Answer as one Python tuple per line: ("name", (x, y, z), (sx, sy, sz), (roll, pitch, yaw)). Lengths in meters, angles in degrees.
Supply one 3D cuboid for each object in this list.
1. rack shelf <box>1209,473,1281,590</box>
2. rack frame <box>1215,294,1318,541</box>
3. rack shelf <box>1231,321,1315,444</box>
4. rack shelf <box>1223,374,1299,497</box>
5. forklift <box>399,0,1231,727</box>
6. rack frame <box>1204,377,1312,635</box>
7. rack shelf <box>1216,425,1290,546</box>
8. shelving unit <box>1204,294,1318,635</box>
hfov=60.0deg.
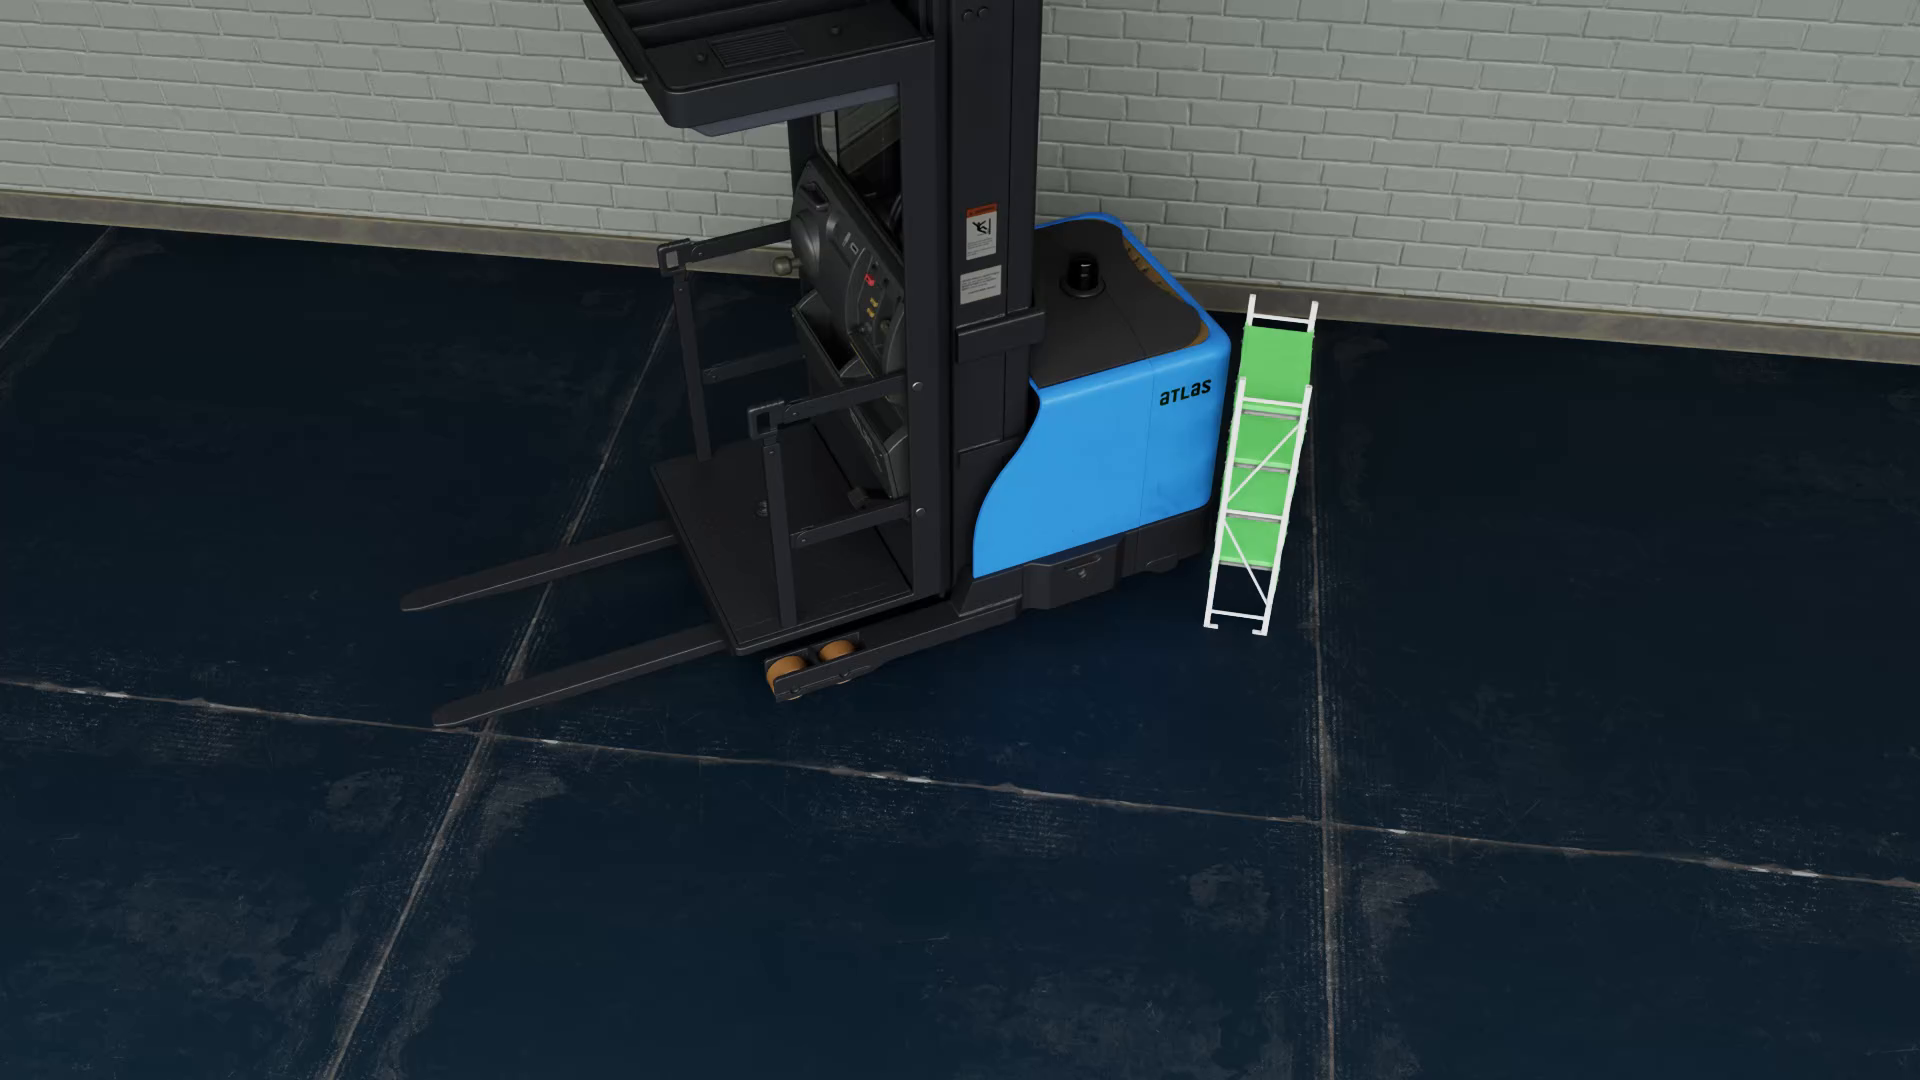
("rack shelf", (1.104, -0.035, 6.356), (0.258, 0.148, 0.480), (8, 44, 8))
("rack frame", (1.151, -0.420, 6.321), (0.240, 1.200, 0.015), (8, 44, 8))
("rack shelf", (1.104, -0.558, 5.861), (0.258, 0.148, 0.480), (8, 44, 8))
("rack shelf", (1.104, -0.383, 6.026), (0.258, 0.148, 0.480), (8, 44, 8))
("forklift", (-0.569, -0.891, 5.559), (3.031, 2.935, 1.130), (-17, 46, -17))
("rack frame", (1.056, -0.091, 5.973), (0.240, 1.200, 0.015), (8, 44, 8))
("rack shelf", (1.104, -0.209, 6.191), (0.258, 0.148, 0.480), (8, 44, 8))
("shelving unit", (1.104, -0.256, 6.147), (0.258, 1.200, 0.503), (8, 44, 8))
